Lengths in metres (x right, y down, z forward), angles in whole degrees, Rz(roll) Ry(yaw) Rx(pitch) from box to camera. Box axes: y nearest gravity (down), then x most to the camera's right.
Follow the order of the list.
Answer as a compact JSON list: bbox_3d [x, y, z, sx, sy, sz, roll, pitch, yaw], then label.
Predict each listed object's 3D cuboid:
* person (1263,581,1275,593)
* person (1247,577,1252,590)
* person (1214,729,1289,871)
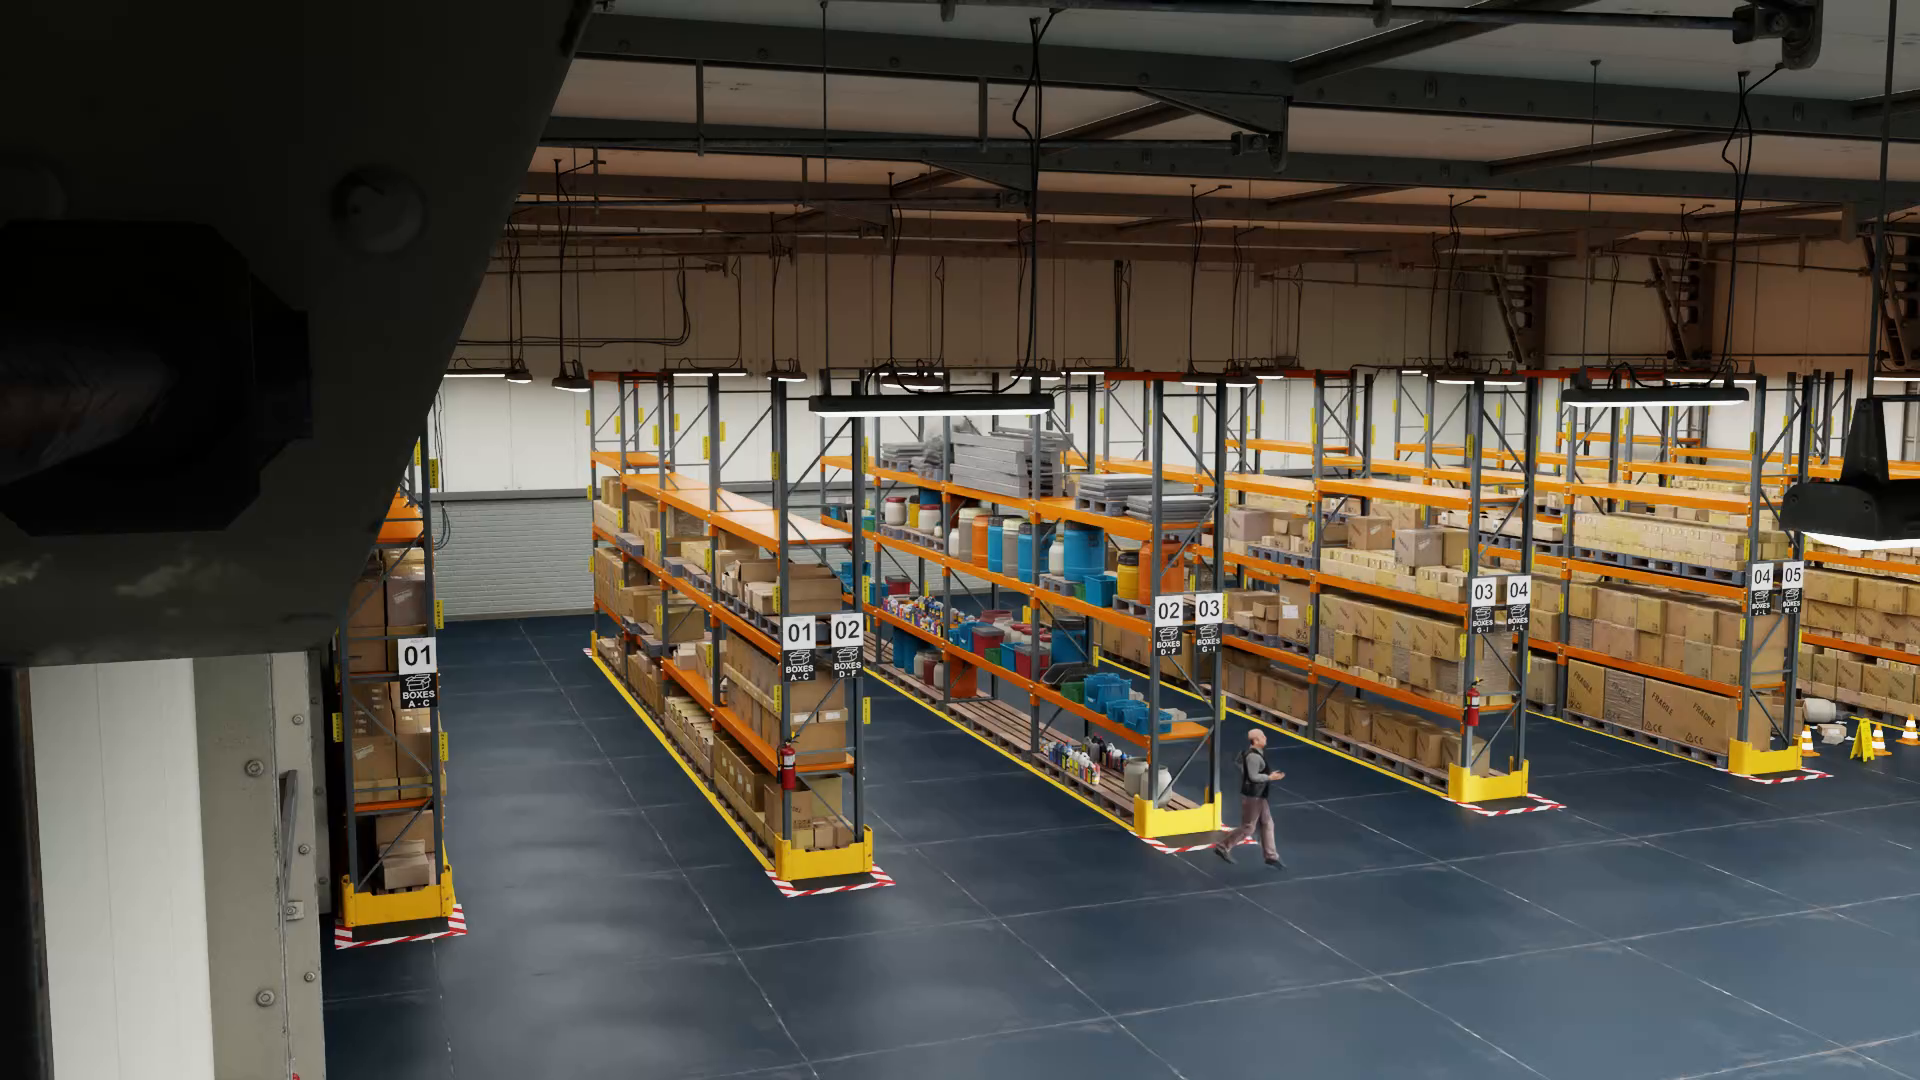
[{"bbox_3d":[7.723,0.879,41.385,0.494,1.698,0.838,3,7,28],"label":"person"},{"bbox_3d":[7.394,0.809,42.228,0.759,1.705,0.549,-5,8,-40],"label":"person"},{"bbox_3d":[3.616,3.193,20.485,0.900,1.752,0.664,1,6,10],"label":"person"}]
